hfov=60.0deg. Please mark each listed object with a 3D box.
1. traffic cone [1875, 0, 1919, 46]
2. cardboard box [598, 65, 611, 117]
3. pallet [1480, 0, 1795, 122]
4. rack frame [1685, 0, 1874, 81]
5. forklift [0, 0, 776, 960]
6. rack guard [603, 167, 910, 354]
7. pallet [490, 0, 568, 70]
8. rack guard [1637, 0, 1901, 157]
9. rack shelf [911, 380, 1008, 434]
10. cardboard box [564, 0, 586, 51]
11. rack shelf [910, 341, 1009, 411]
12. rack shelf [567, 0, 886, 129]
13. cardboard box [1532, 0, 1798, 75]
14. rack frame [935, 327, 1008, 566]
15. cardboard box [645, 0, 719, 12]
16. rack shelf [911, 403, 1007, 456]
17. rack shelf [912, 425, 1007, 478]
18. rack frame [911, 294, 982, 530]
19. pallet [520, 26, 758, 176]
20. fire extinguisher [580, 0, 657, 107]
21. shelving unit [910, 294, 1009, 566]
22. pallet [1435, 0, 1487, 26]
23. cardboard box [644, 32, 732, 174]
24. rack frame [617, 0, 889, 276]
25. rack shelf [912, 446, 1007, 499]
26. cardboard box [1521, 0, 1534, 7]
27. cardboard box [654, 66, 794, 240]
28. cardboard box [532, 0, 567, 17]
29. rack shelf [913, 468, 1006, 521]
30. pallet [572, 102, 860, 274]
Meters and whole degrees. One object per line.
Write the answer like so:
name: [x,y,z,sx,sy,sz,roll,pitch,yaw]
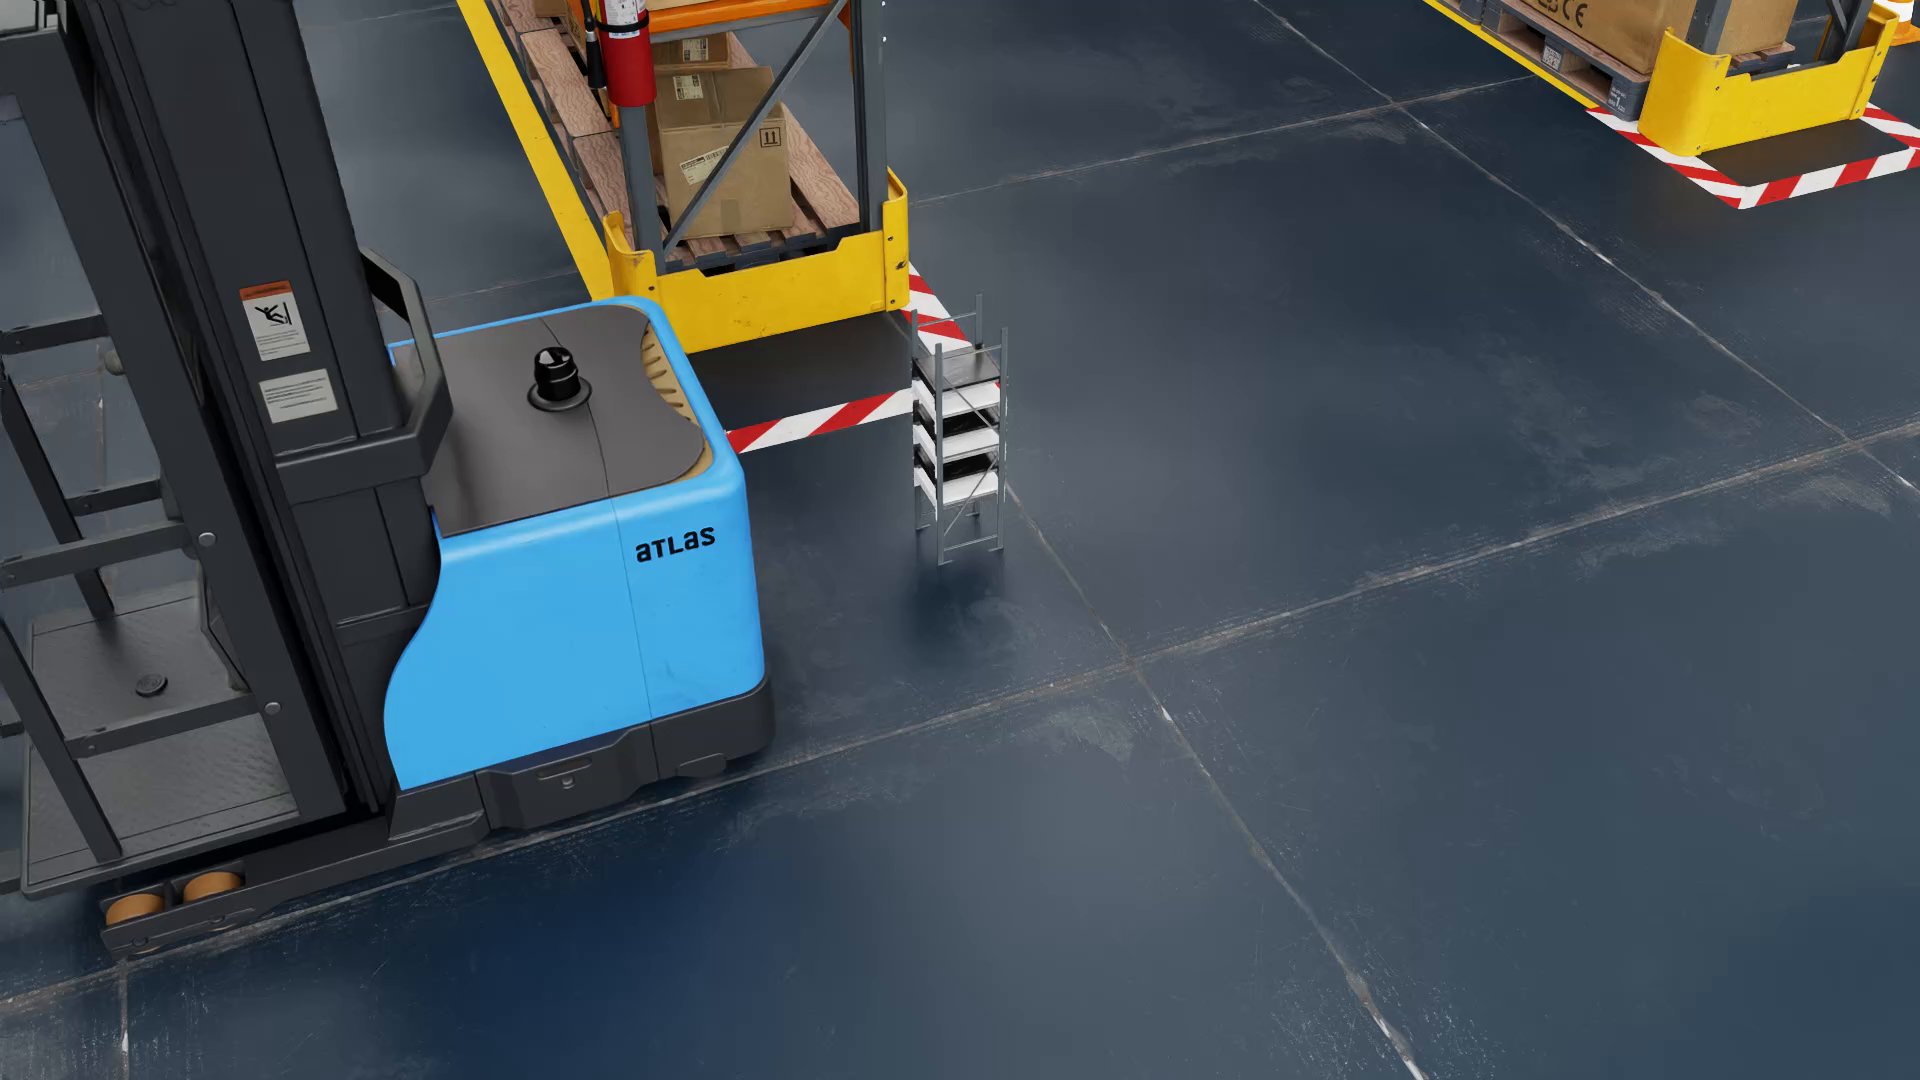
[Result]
traffic cone: [4.965,-2.909,8.778,0.336,0.463,0.334,-15,43,-17]
cardboard box: [-1.471,-2.346,7.772,0.500,0.500,0.500,-11,42,-13]
pallet: [3.478,-2.602,8.614,1.003,0.211,1.213,-15,43,-17]
rack frame: [3.856,-3.197,7.167,1.000,3.000,0.127,-15,43,-17]
forklift: [-2.120,-0.395,3.962,3.031,2.935,1.130,-15,43,-17]
rack guard: [-0.794,-1.119,6.667,1.175,0.500,0.348,-15,43,-17]
pallet: [-2.006,-2.977,9.050,1.003,0.211,1.213,-15,43,-17]
rack guard: [3.865,-2.235,7.966,1.175,0.500,0.348,-15,43,-17]
rack shelf: [-0.003,-0.457,5.367,0.258,0.077,0.200,-15,43,-17]
cardboard box: [-1.643,-2.693,8.176,0.500,0.500,0.500,-19,44,-21]
rack shelf: [-0.003,-0.526,5.308,0.258,0.077,0.200,-15,43,-17]
rack shelf: [-1.530,-2.953,7.435,1.077,0.370,4.000,-15,43,-17]
cardboard box: [3.535,-2.943,8.179,0.875,0.875,0.875,-15,43,-17]
rack frame: [0.036,-0.285,5.391,0.240,0.900,0.006,-15,43,-17]
cardboard box: [-1.065,-2.046,6.021,0.380,0.149,0.250,-15,43,-17]
rack shelf: [-0.003,-0.389,5.425,0.258,0.077,0.200,-15,43,-17]
rack shelf: [-0.003,-0.321,5.484,0.258,0.077,0.200,-15,43,-17]
rack frame: [-0.042,-0.407,5.534,0.240,0.900,0.006,-15,43,-17]
pallet: [-1.535,-2.241,8.194,1.003,0.211,1.213,-15,43,-17]
fire extinguisher: [-1.147,-1.807,5.611,0.296,0.674,0.183,-15,43,-17]
shelving unit: [-0.003,-0.346,5.462,0.258,0.900,0.210,-15,43,-17]
pallet: [3.015,-3.336,9.467,1.003,0.211,1.213,-15,43,-17]
cardboard box: [-1.249,-1.964,7.328,0.500,0.500,0.500,-5,41,-6]
rack frame: [-0.765,-2.021,5.799,1.000,3.000,0.127,-15,43,-17]
rack shelf: [-0.003,-0.253,5.543,0.258,0.077,0.200,-15,43,-17]
cardboard box: [3.197,-3.472,8.795,0.875,0.875,0.875,-16,43,-18]
cardboard box: [-0.989,-1.612,6.920,0.500,0.500,0.500,-8,41,-9]
cardboard box: [-1.953,-3.048,8.589,0.500,0.500,0.500,-3,41,-3]
rack shelf: [-0.003,-0.184,5.601,0.258,0.077,0.200,-15,43,-17]
pallet: [-1.072,-1.507,7.341,1.003,0.211,1.213,-15,43,-17]
